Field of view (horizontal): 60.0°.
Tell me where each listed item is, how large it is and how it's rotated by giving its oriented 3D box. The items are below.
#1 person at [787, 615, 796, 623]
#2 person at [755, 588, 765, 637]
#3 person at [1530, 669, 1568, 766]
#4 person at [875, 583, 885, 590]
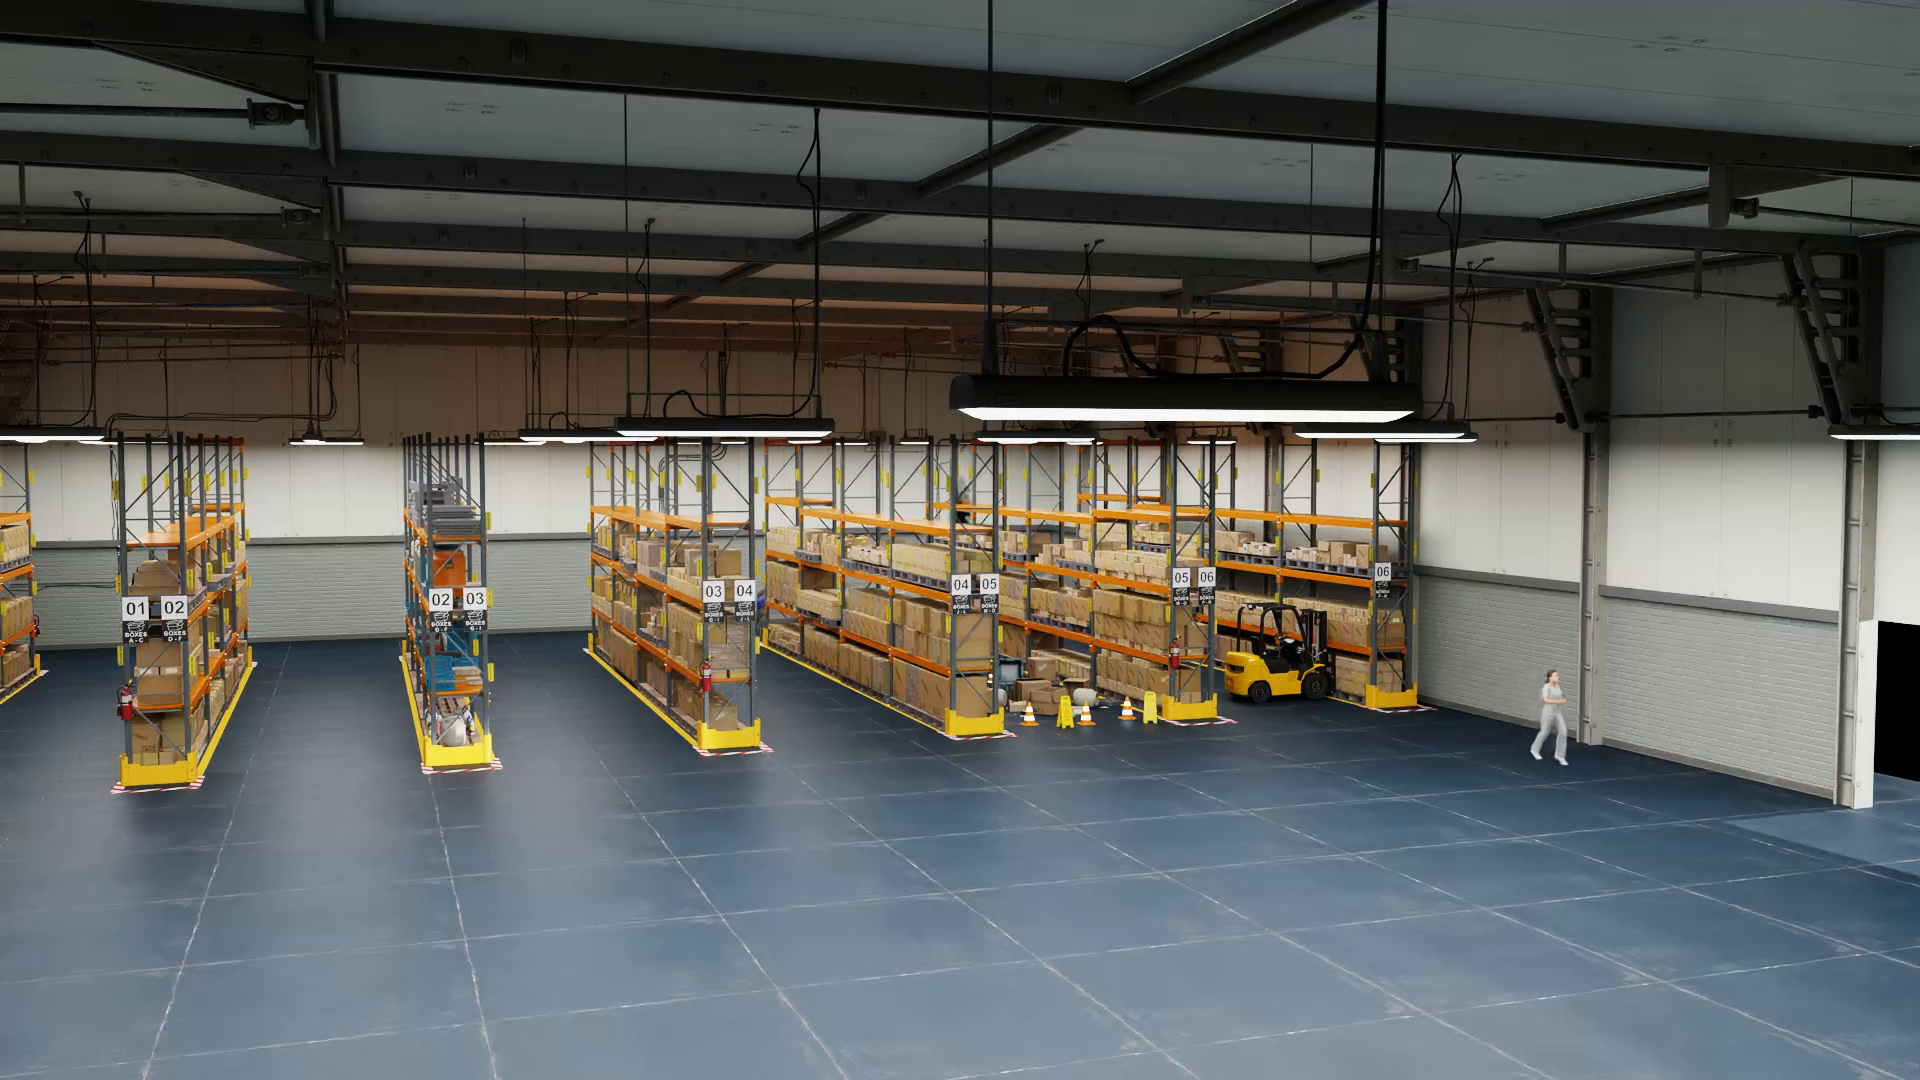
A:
[{"bbox_3d":[-5.012,2.136,50.582,0.518,1.551,0.601,3,4,43],"label":"person"},{"bbox_3d":[-6.045,2.214,49.484,0.578,1.579,0.681,-1,3,-14],"label":"person"},{"bbox_3d":[10.716,3.208,30.195,0.554,1.738,0.797,-2,4,-28],"label":"person"},{"bbox_3d":[-2.374,2.033,50.836,0.801,1.781,0.677,-1,3,-15],"label":"person"}]
